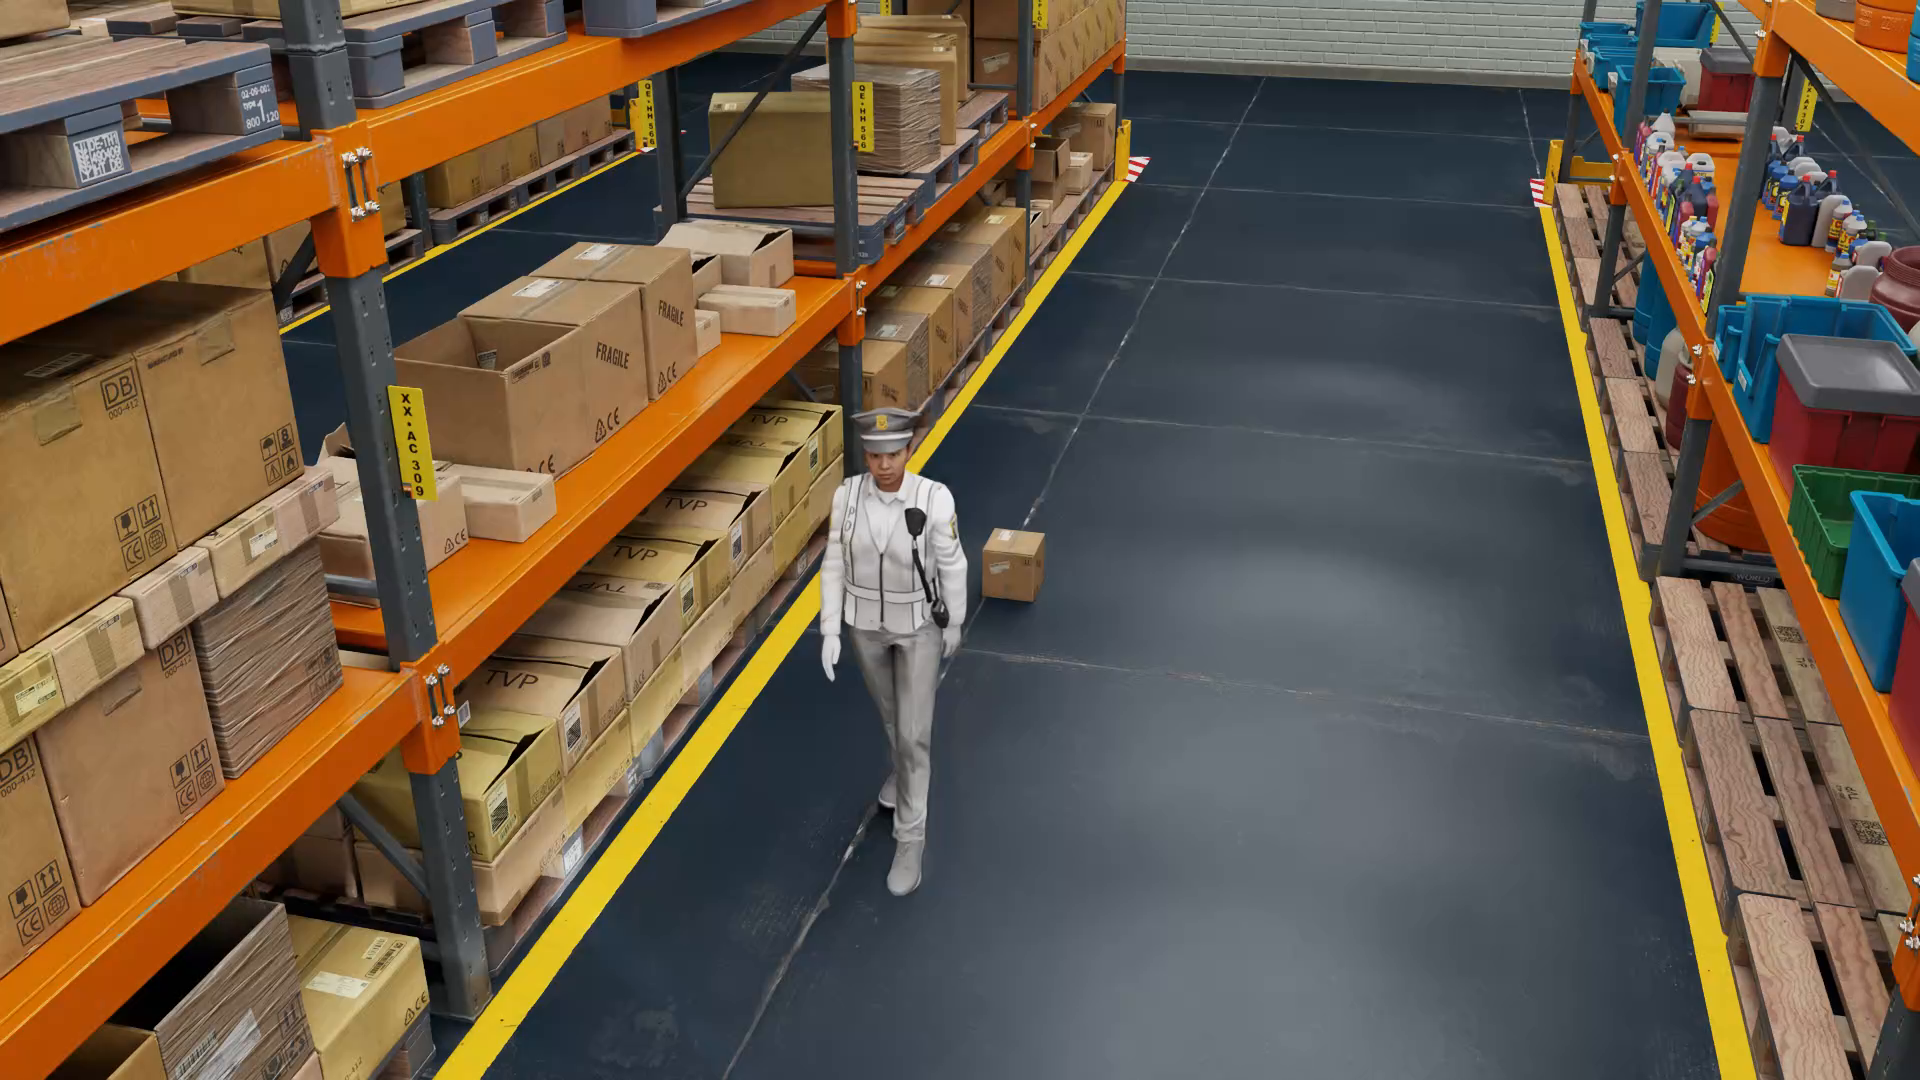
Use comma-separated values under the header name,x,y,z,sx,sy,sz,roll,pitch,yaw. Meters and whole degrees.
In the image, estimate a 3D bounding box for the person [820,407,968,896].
name,x,y,z,sx,sy,sz,roll,pitch,yaw
person,-0.251,0.344,5.878,0.500,1.722,0.724,6,26,13
